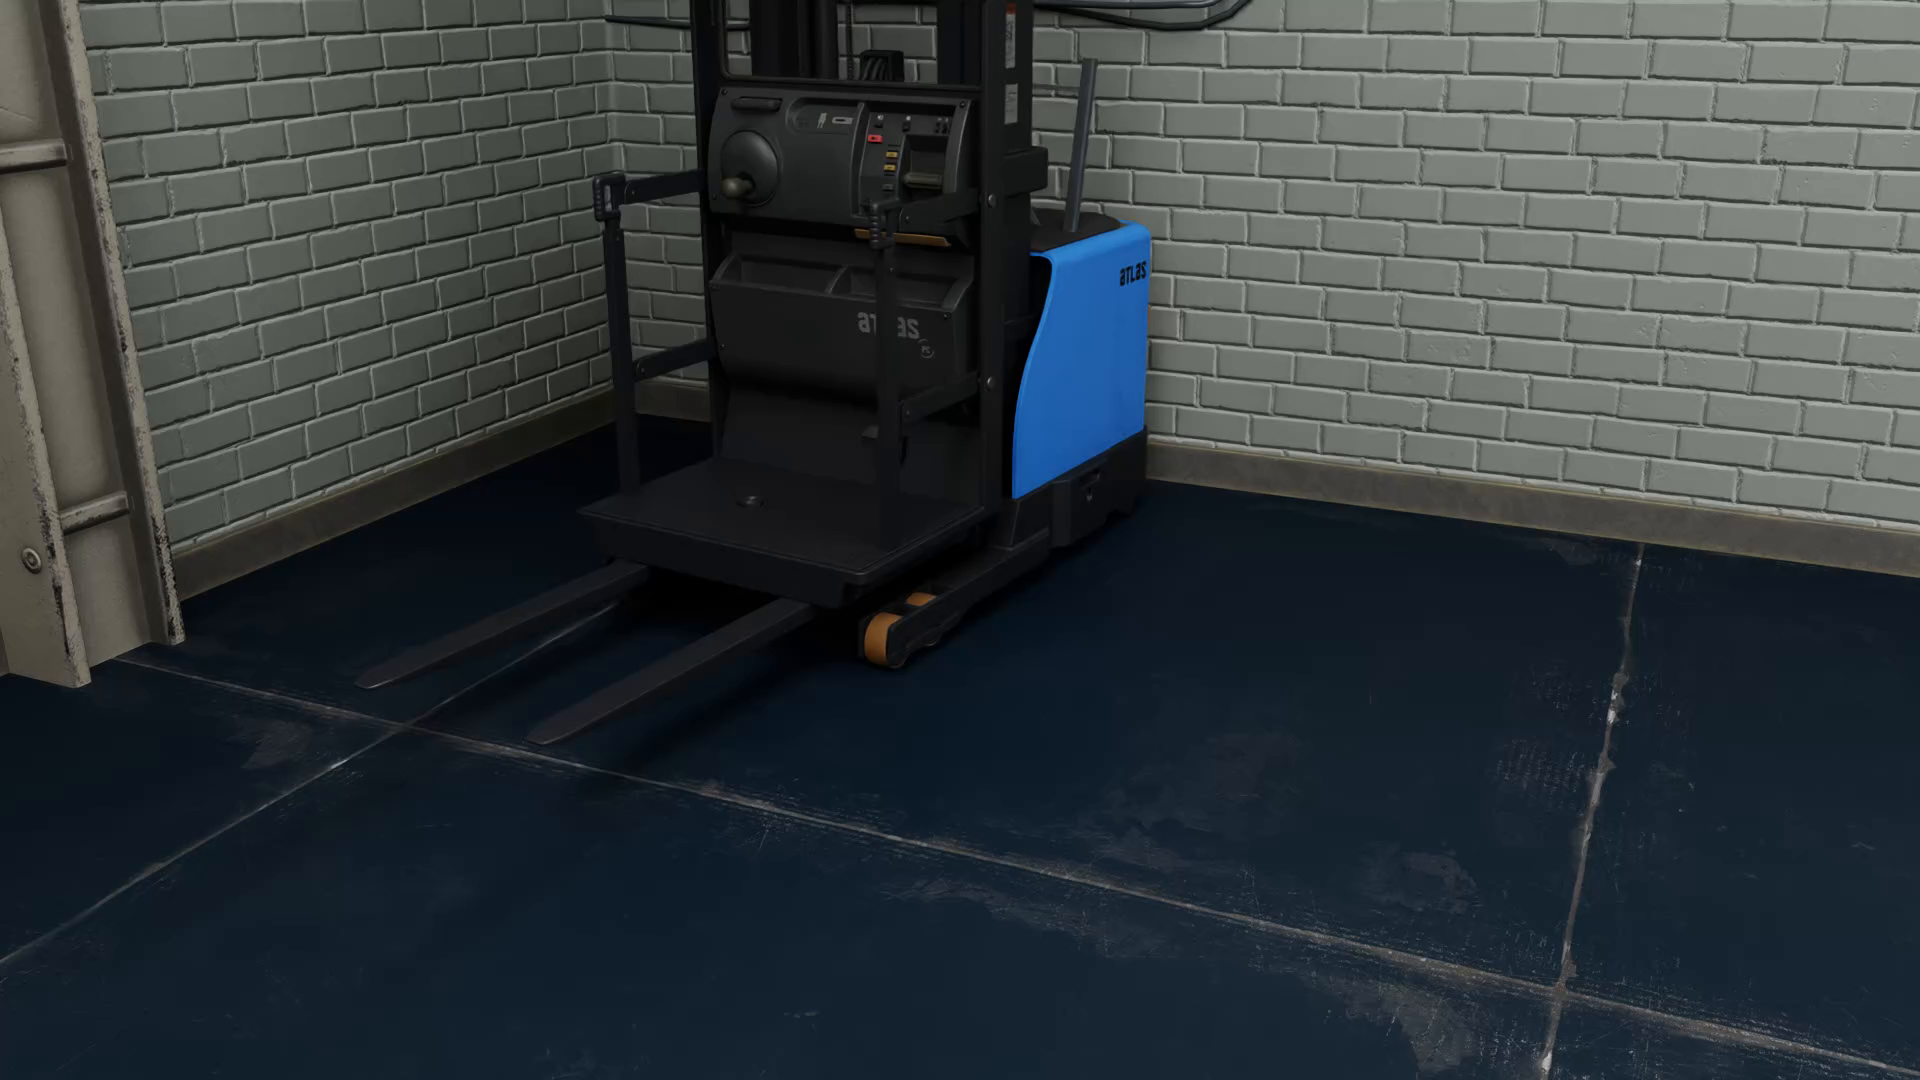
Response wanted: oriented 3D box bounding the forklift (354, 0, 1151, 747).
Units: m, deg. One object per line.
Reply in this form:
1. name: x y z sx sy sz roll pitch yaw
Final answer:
1. forklift: -0.490 -1.178 4.906 1.130 2.935 3.031 11 23 29

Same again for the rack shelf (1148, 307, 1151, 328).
1. rack shelf: 0.379 -0.834 6.334 0.538 0.185 1.000 13 14 26

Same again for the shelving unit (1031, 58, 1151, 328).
1. shelving unit: 0.402 -1.010 6.303 0.587 1.500 1.083 13 14 26

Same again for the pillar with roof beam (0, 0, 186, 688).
1. pillar with roof beam: 1.331 -3.305 1.832 9.100 9.000 0.400 9 21 23

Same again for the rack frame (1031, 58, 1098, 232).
1. rack frame: 0.159 -0.935 5.852 0.500 1.500 0.032 13 14 26

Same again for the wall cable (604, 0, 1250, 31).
1. wall cable: -0.271 -3.169 6.083 3.097 2.526 0.112 9 21 23
